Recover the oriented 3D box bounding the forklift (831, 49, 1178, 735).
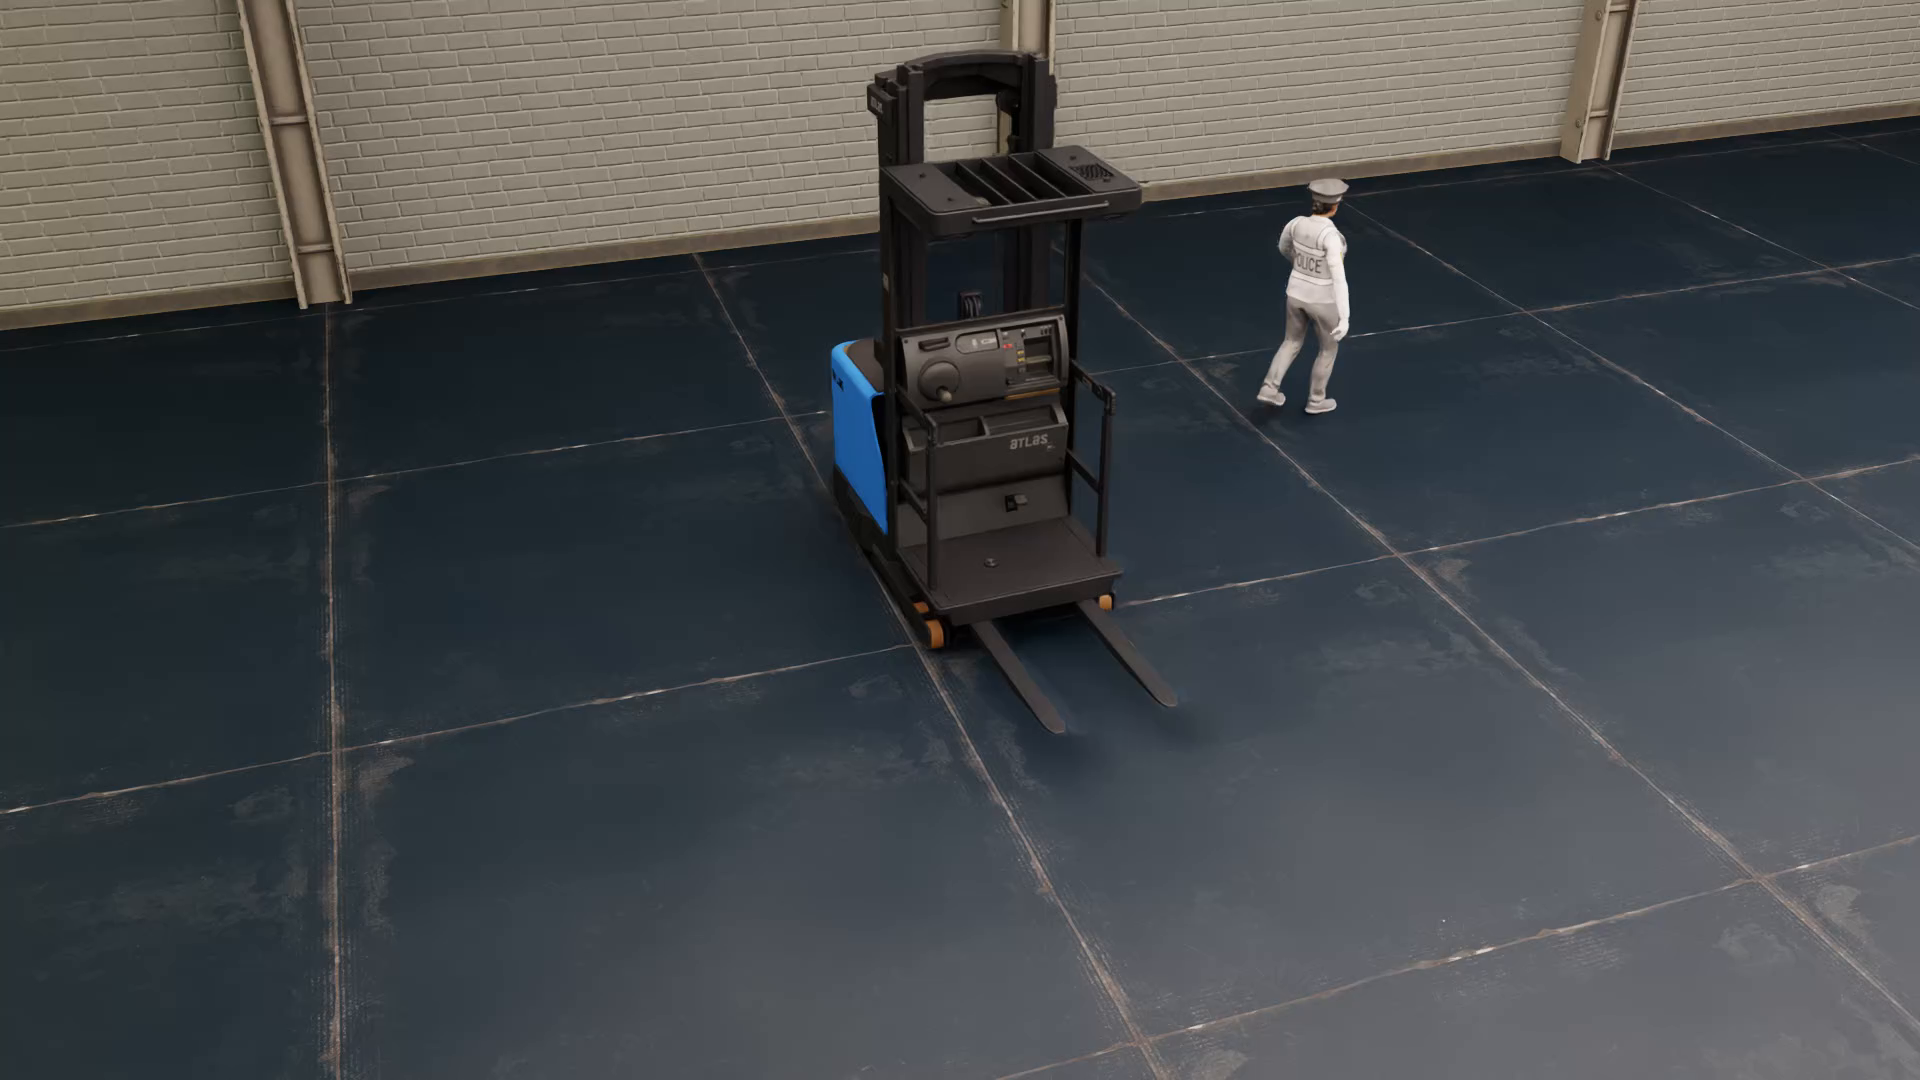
[{"bbox_3d":[0.218,-0.912,8.673,1.130,2.935,3.031,-11,32,-18],"label":"forklift"}]

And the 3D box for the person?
[{"bbox_3d":[2.374,-1.597,11.159,0.653,1.652,0.787,-24,37,-35],"label":"person"}]
